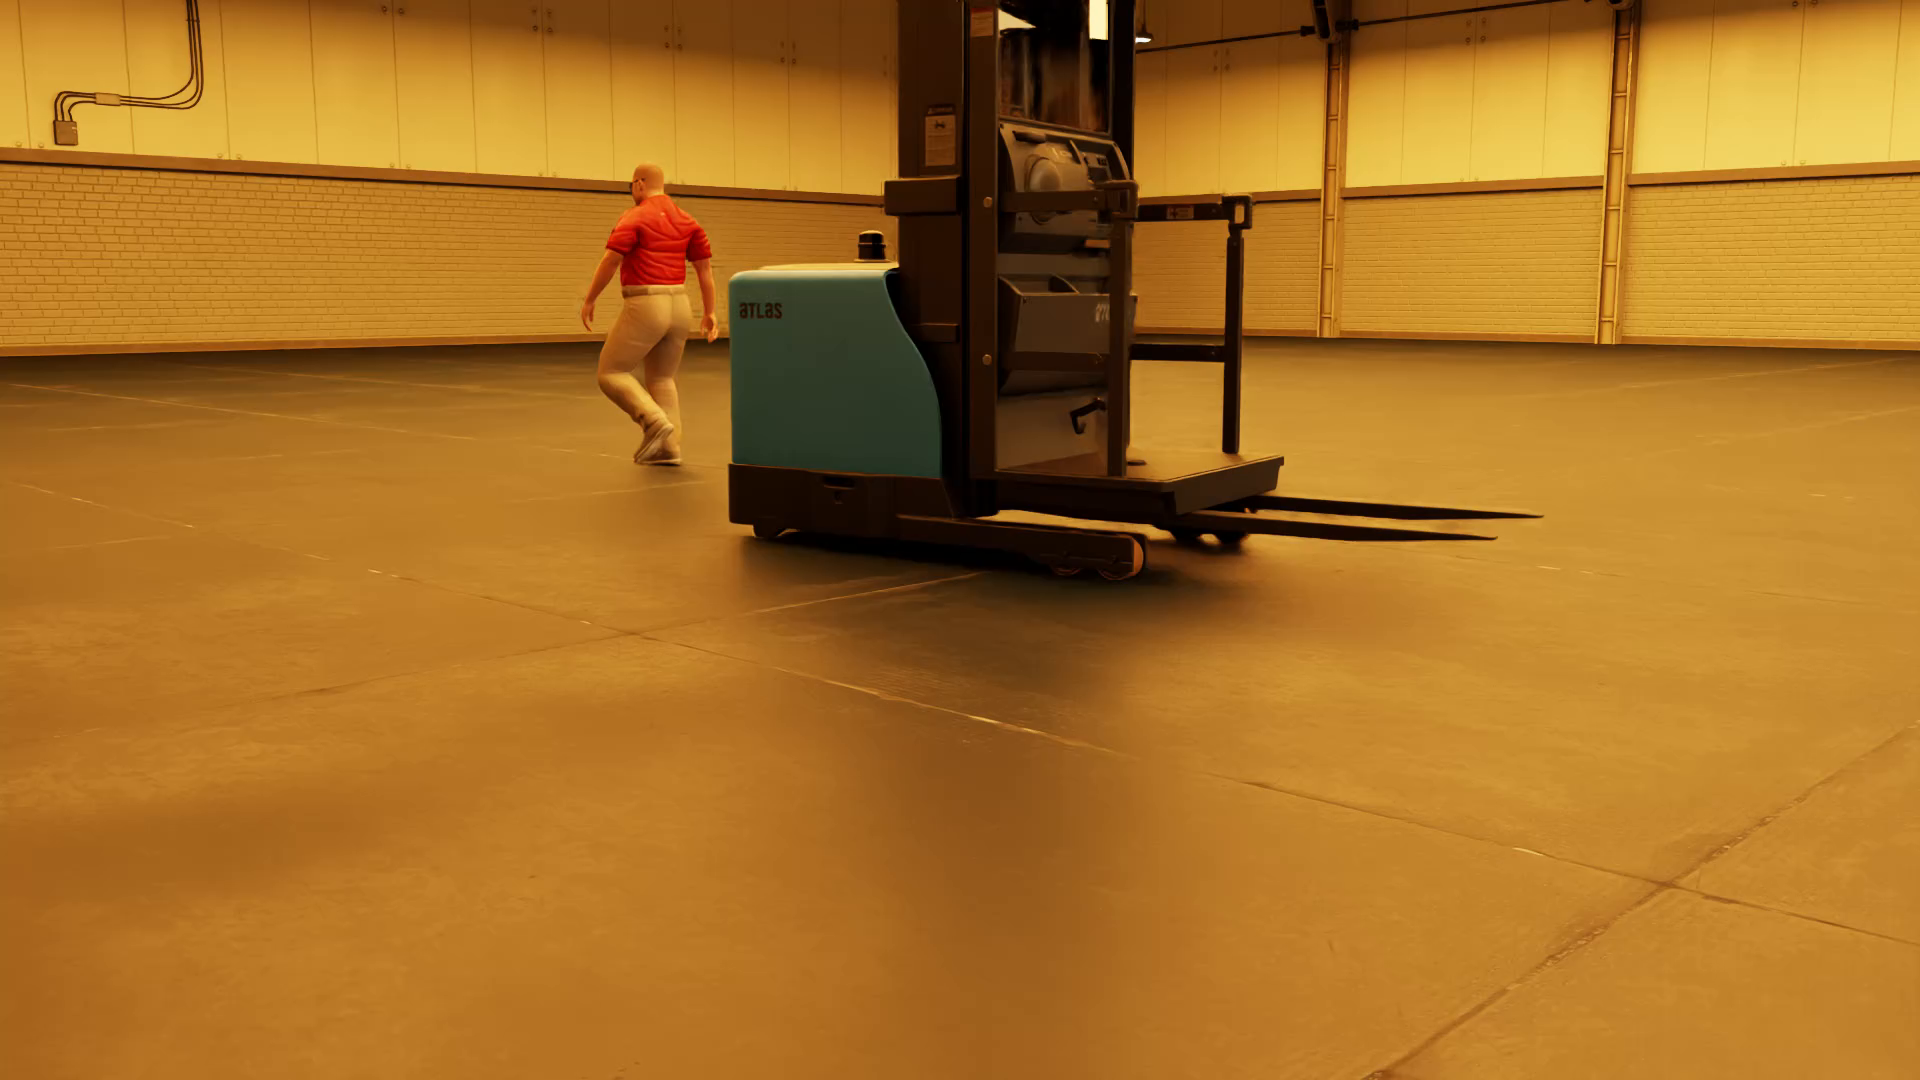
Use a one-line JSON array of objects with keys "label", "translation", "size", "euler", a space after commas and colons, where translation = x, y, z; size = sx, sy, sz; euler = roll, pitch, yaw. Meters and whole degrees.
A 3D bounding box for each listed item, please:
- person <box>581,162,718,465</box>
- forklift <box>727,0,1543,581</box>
[{"label": "person", "translation": [-1.727, -1.265, 9.396], "size": [0.507, 1.708, 0.735], "euler": [6, 11, 37]}, {"label": "forklift", "translation": [0.582, -1.396, 6.146], "size": [3.031, 2.935, 1.130], "euler": [5, 10, 32]}]
